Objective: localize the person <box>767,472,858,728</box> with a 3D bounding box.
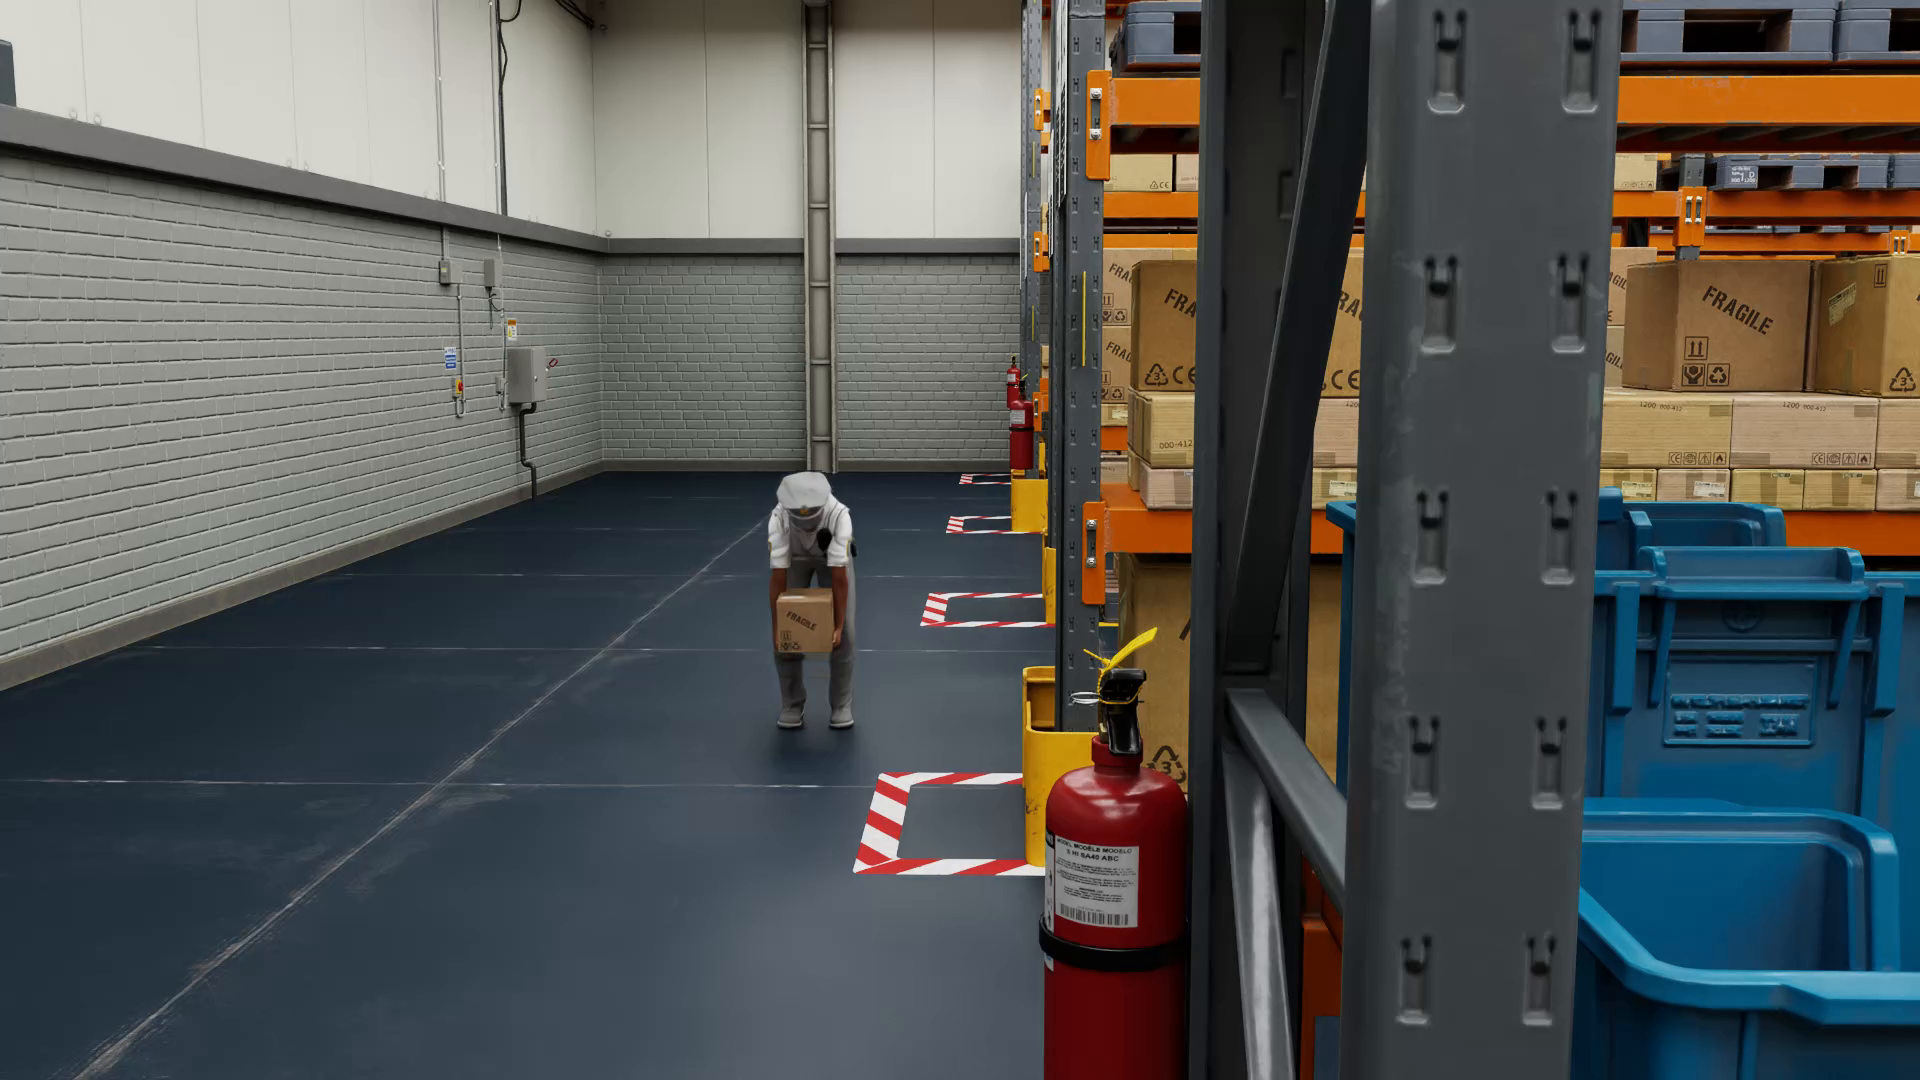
[{"bbox_3d":[-0.711,0.298,7.949,0.414,1.291,0.902,0,7,0],"label":"person"}]
